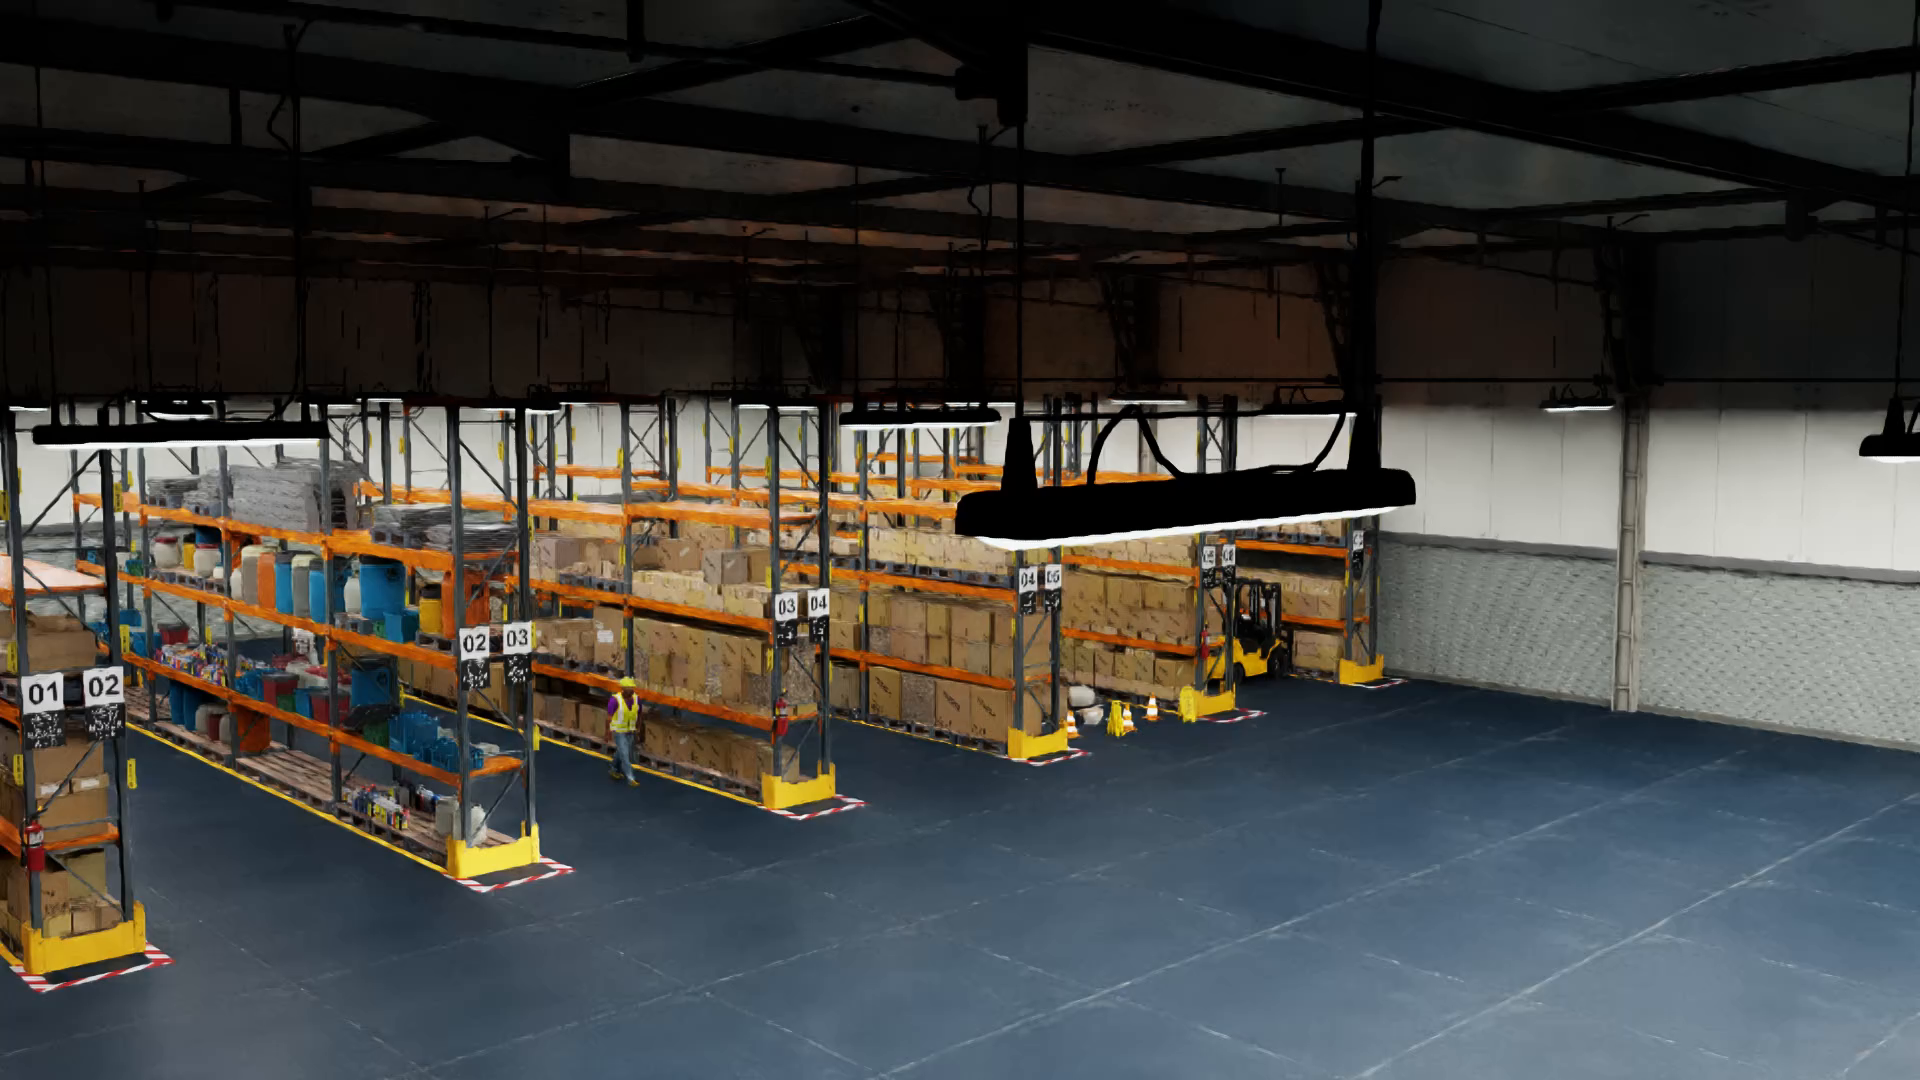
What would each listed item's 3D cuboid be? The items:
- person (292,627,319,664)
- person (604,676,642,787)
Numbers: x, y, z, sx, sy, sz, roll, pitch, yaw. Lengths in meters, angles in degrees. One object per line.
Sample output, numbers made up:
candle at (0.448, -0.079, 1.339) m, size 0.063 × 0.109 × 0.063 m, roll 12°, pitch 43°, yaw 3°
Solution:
person at (-13.388, 2.244, 34.008) m, size 0.497 × 1.583 × 1.090 m, roll -5°, pitch 7°, yaw -41°
person at (-5.207, 2.962, 25.999) m, size 0.577 × 1.687 × 1.115 m, roll -5°, pitch 8°, yaw -45°
